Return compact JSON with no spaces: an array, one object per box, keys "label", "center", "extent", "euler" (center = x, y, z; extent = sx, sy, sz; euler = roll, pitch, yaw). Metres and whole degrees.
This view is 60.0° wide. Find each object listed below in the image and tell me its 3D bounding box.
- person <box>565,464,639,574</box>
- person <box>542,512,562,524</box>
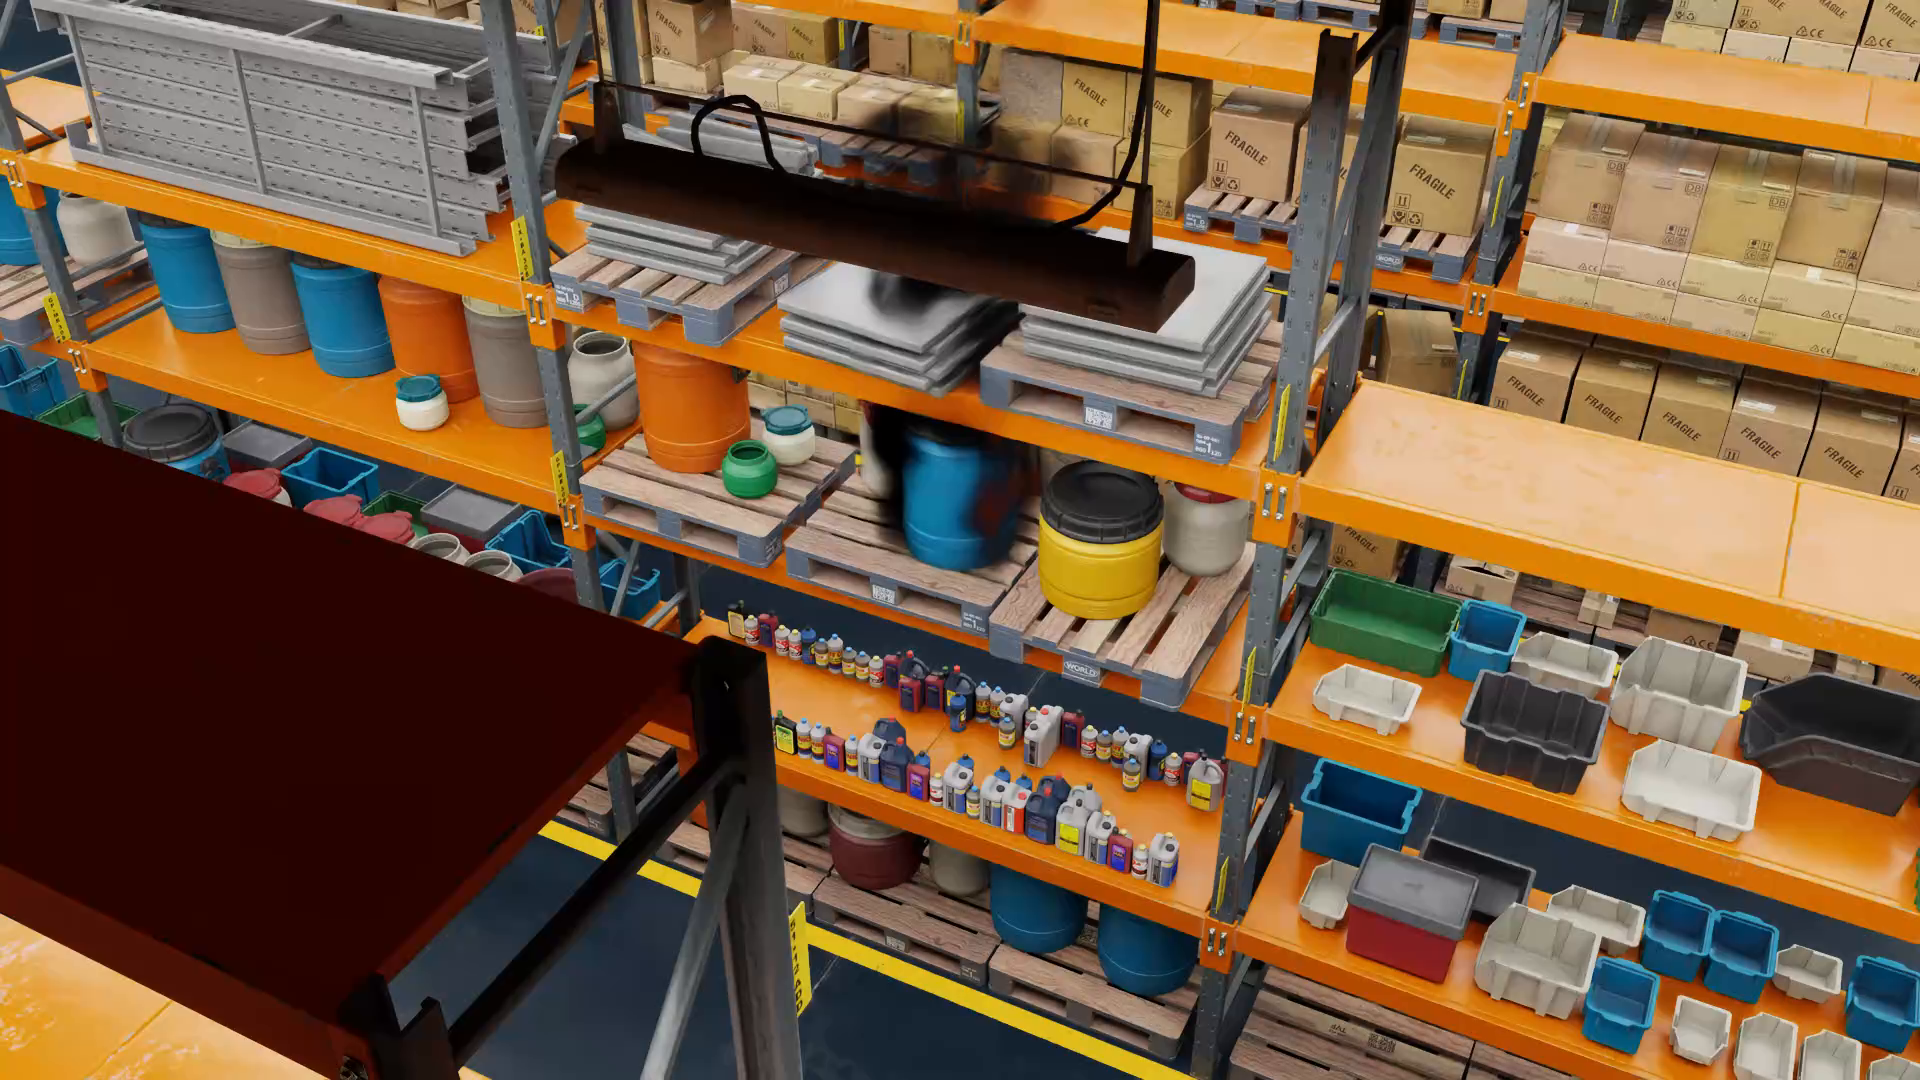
[{"label":"person","center":[-2.938,-0.427,13.005],"extent":[0.929,1.658,0.570],"euler":[14,37,19]},{"label":"person","center":[-3.135,-0.789,13.567],"extent":[0.997,1.710,0.643],"euler":[12,37,17]}]
